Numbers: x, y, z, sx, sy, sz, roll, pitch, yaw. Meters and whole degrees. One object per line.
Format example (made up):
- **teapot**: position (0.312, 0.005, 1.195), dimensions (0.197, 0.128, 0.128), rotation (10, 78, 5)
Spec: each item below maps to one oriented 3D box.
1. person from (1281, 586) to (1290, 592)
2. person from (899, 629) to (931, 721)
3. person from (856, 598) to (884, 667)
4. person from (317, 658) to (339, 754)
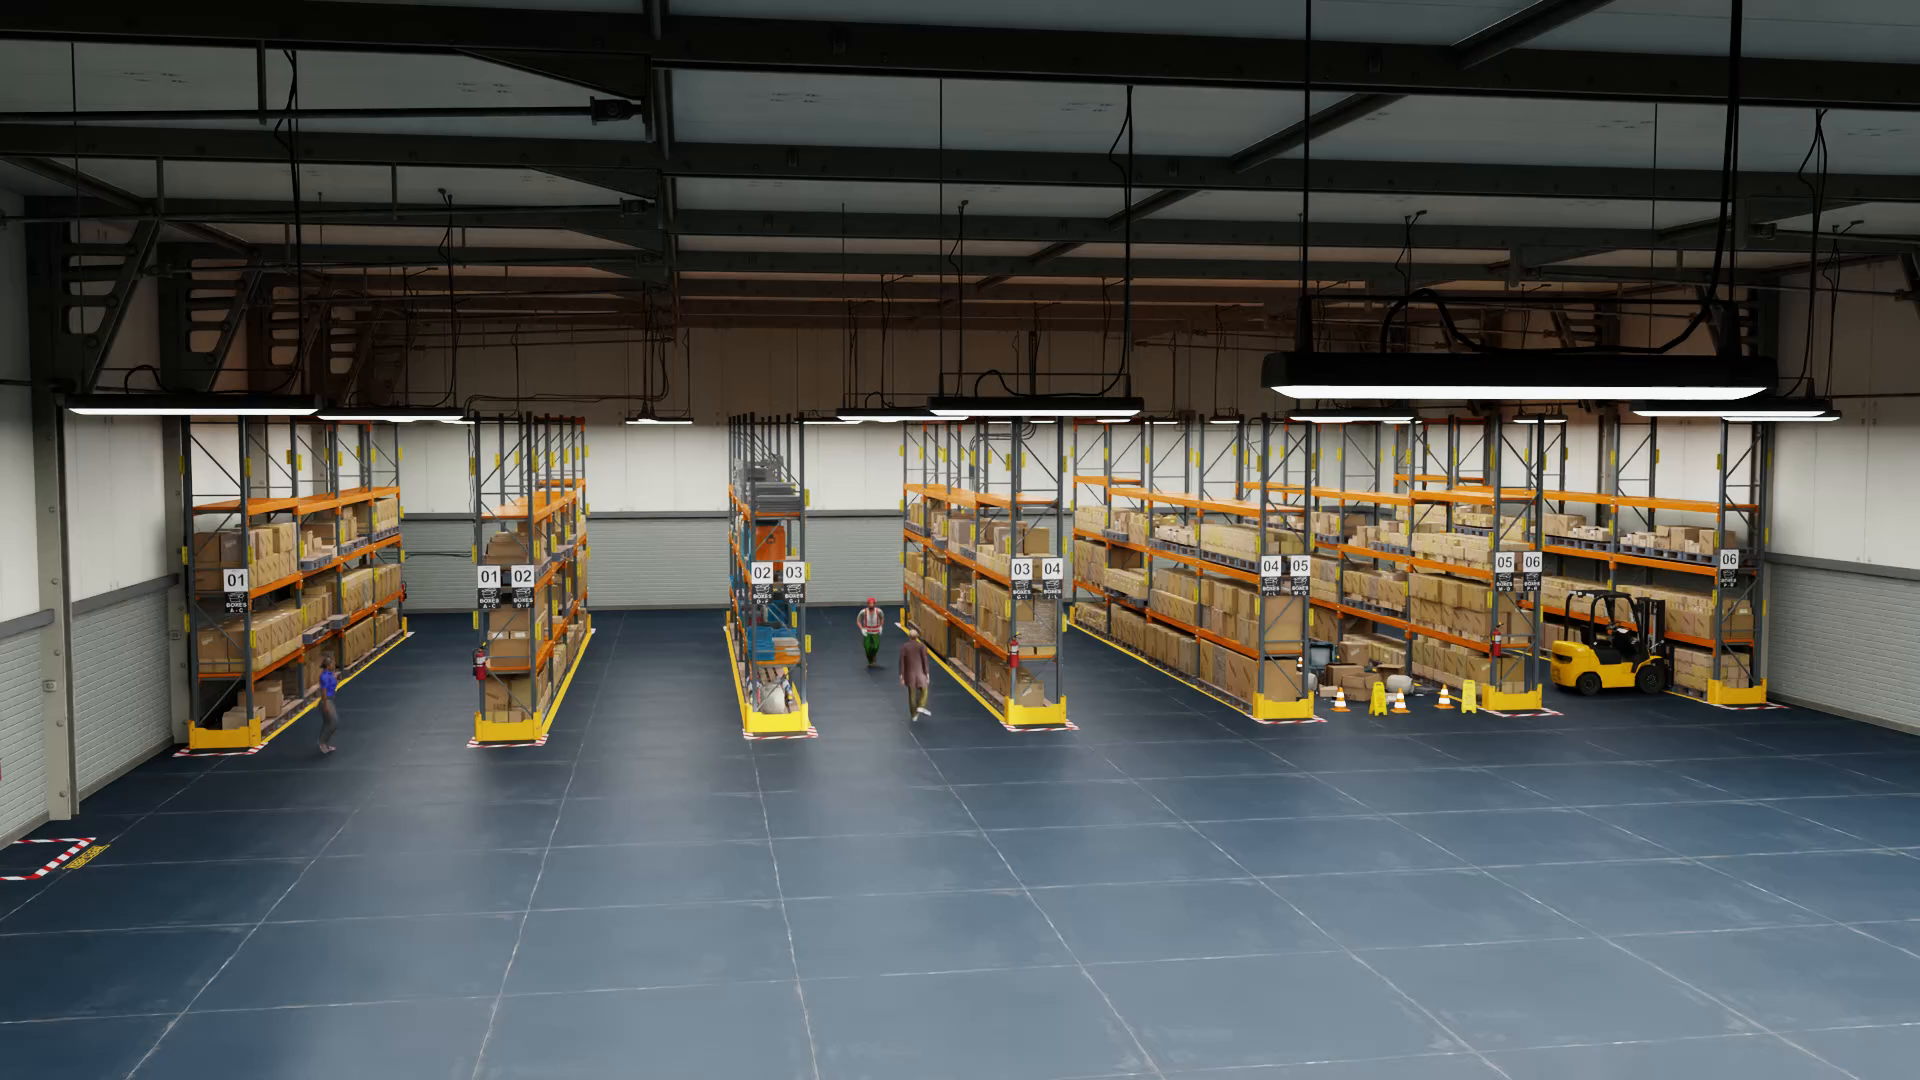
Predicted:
- **person**: position (8.254, 2.048, 42.098), dimensions (0.454, 1.725, 0.552), rotation (-2, 4, -28)
- **person**: position (-0.878, 2.628, 32.403), dimensions (0.624, 1.770, 0.564), rotation (0, 4, 2)
- **person**: position (-2.135, 2.191, 39.598), dimensions (0.666, 1.684, 0.628), rotation (0, 4, -4)
- **person**: position (-11.095, 2.909, 29.236), dimensions (0.409, 1.660, 0.480), rotation (-1, 4, -8)
